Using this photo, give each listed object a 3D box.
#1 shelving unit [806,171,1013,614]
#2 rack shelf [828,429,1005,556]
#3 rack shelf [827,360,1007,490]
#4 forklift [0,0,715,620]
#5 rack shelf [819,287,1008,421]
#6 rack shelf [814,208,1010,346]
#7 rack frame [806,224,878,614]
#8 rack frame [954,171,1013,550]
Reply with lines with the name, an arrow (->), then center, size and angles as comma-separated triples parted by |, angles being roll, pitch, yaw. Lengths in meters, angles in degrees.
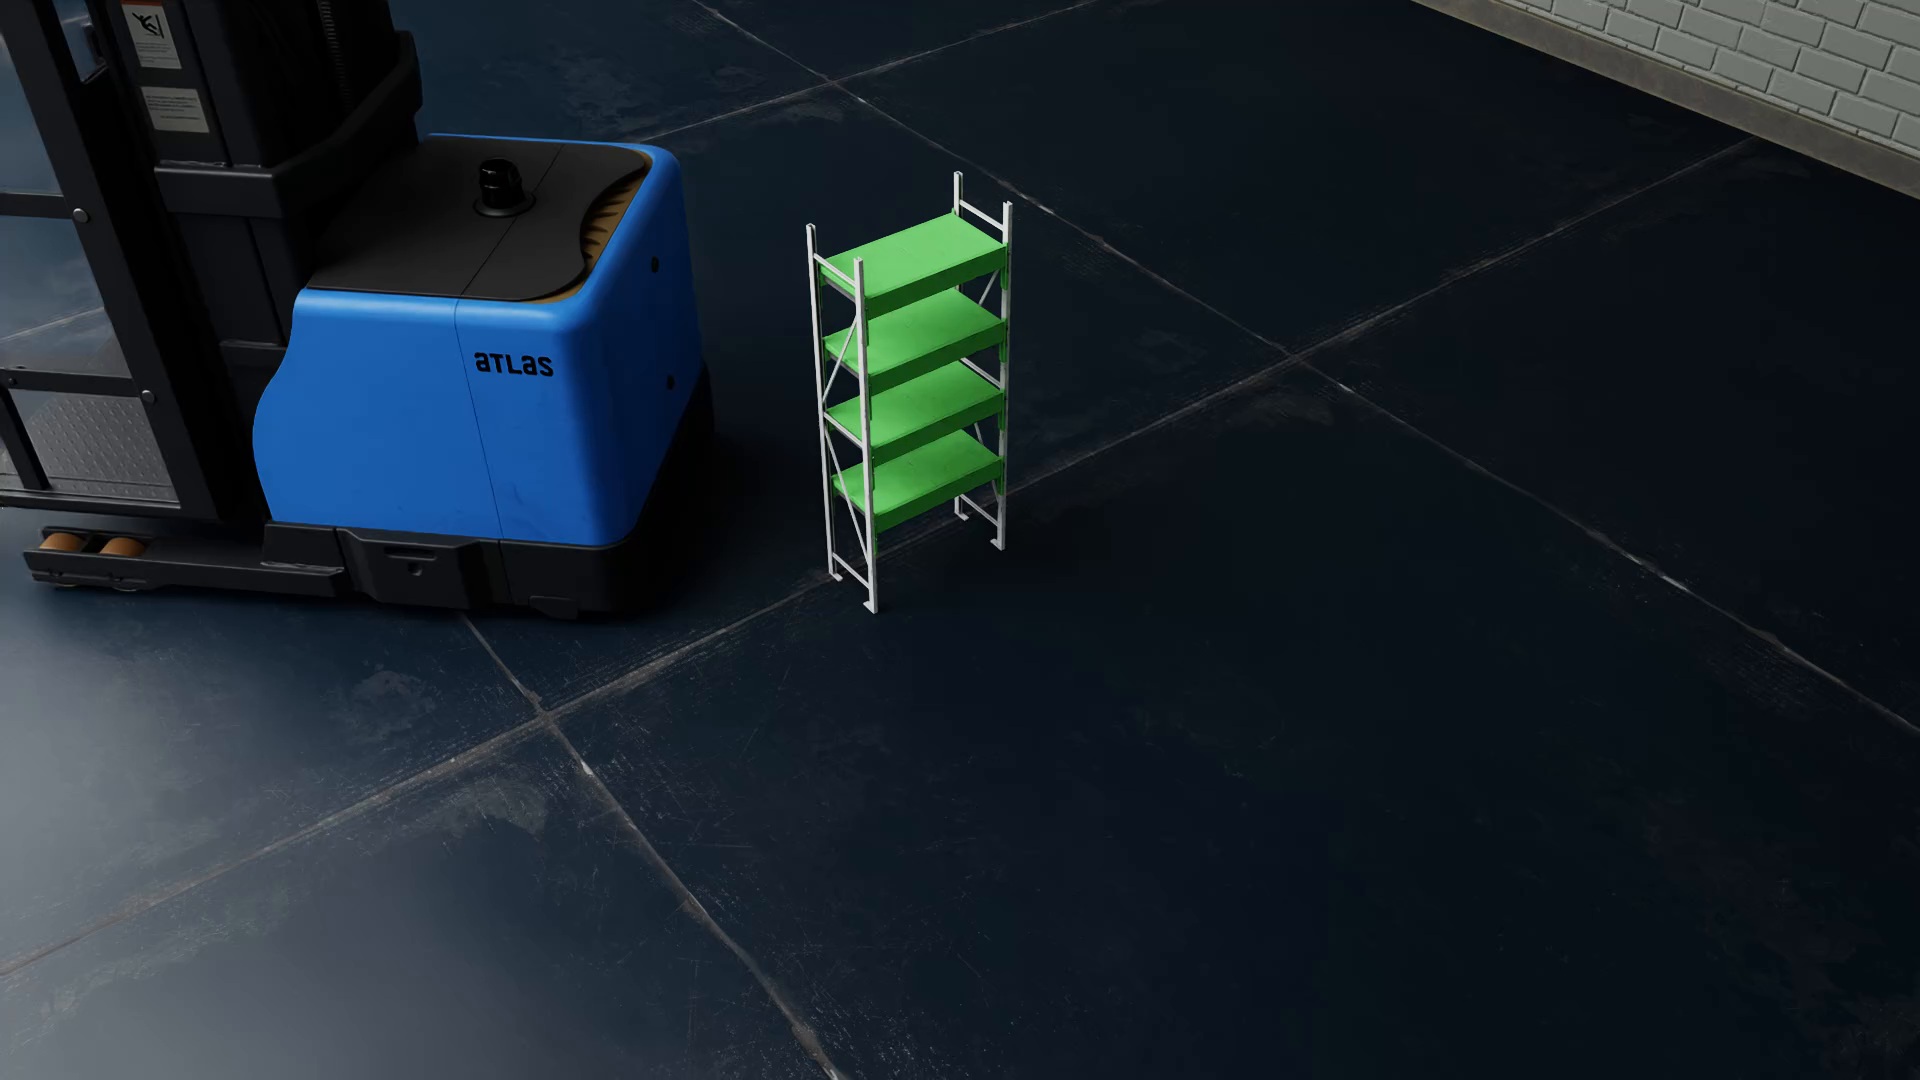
shelving unit -> -0.131, -0.400, 4.791 | 0.503, 1.200, 0.258 | -26, 46, -28
rack shelf -> -0.131, -0.165, 4.984 | 0.480, 0.148, 0.258 | -26, 46, -28
rack shelf -> -0.131, -0.351, 4.832 | 0.480, 0.148, 0.258 | -26, 46, -28
forklift -> -2.382, -1.303, 4.527 | 3.031, 2.935, 1.130 | 4, 40, 5
rack shelf -> -0.131, -0.536, 4.680 | 0.480, 0.148, 0.258 | -26, 46, -28
rack shelf -> -0.131, -0.722, 4.528 | 0.480, 0.148, 0.258 | -26, 46, -28
rack frame -> -0.325, -0.306, 4.677 | 0.015, 1.200, 0.240 | -26, 46, -28
rack frame -> 0.062, -0.494, 4.906 | 0.015, 1.200, 0.240 | -26, 46, -28
